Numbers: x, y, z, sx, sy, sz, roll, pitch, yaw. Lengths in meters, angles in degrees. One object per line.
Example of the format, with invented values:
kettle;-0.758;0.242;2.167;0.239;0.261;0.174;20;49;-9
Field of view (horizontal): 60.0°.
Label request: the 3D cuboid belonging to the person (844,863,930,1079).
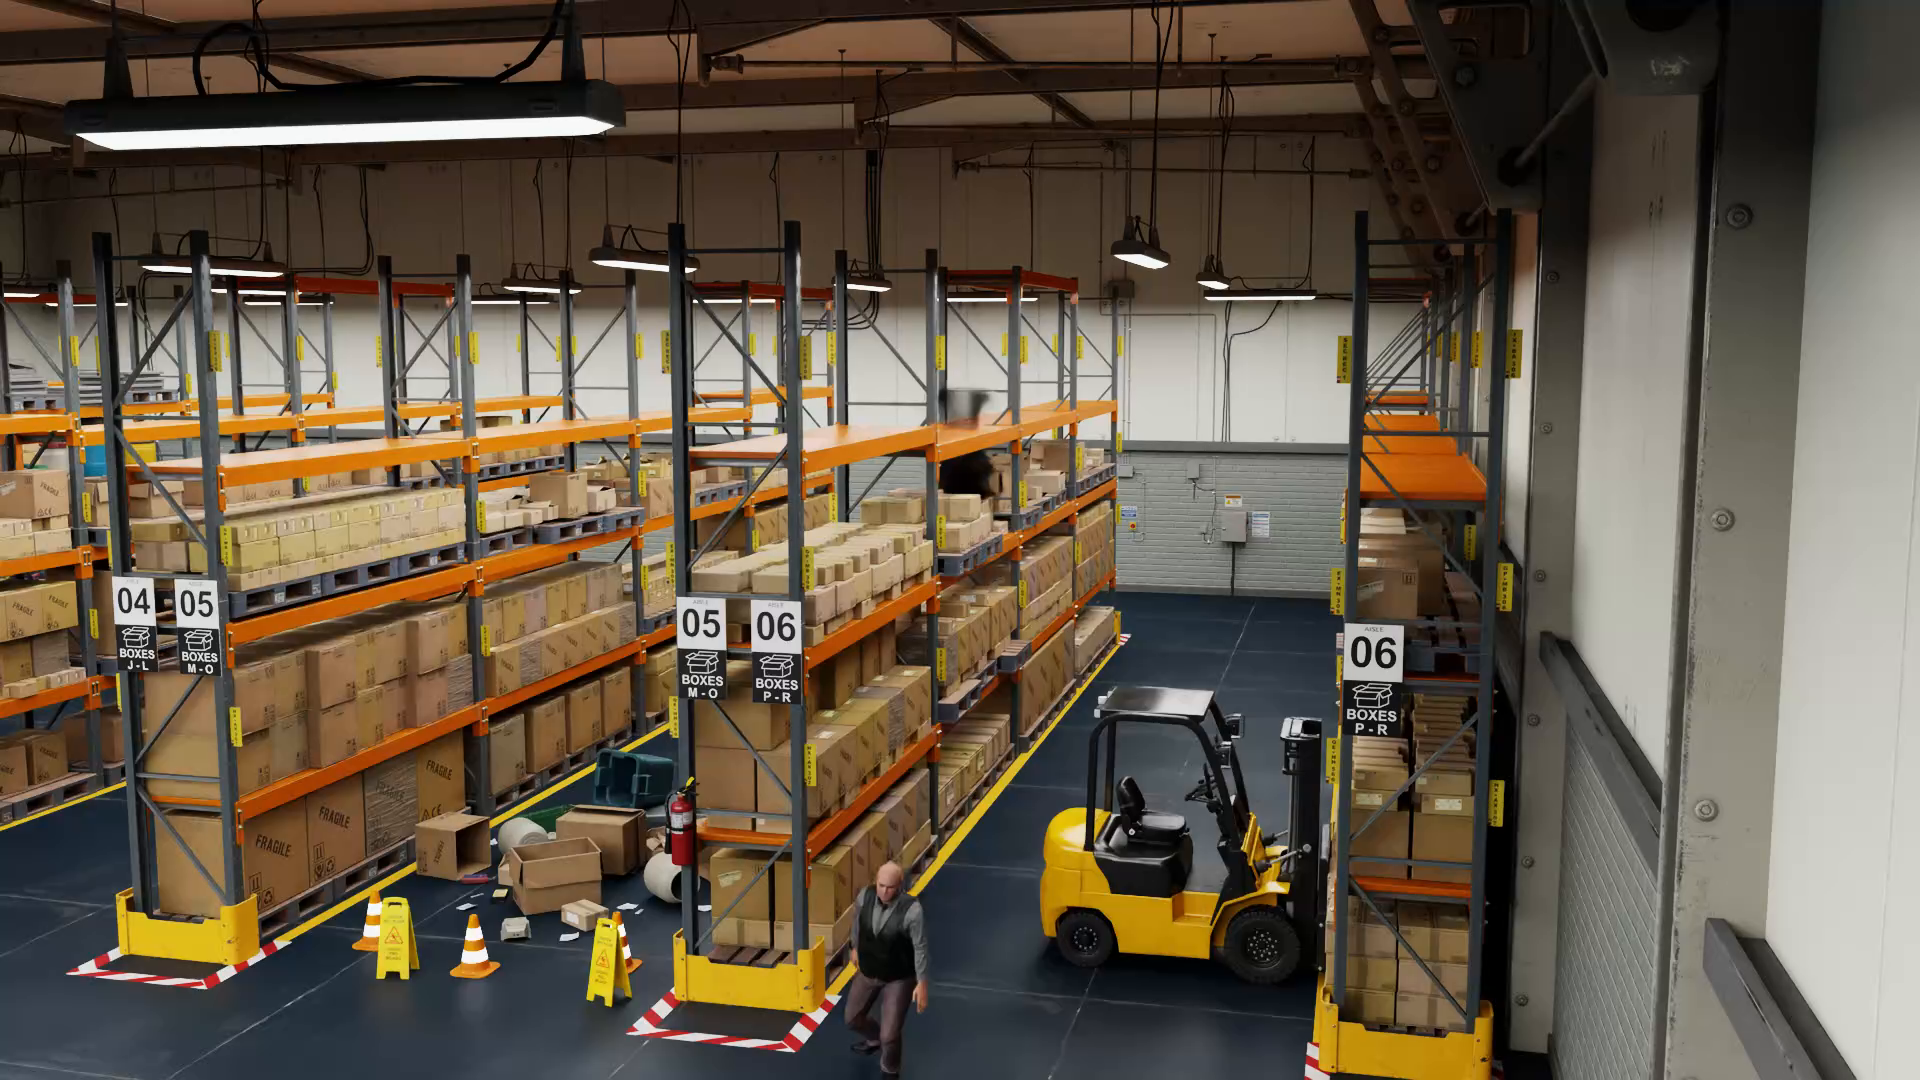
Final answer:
person;-0.496;2.953;11.478;0.805;1.643;0.623;4;8;27
